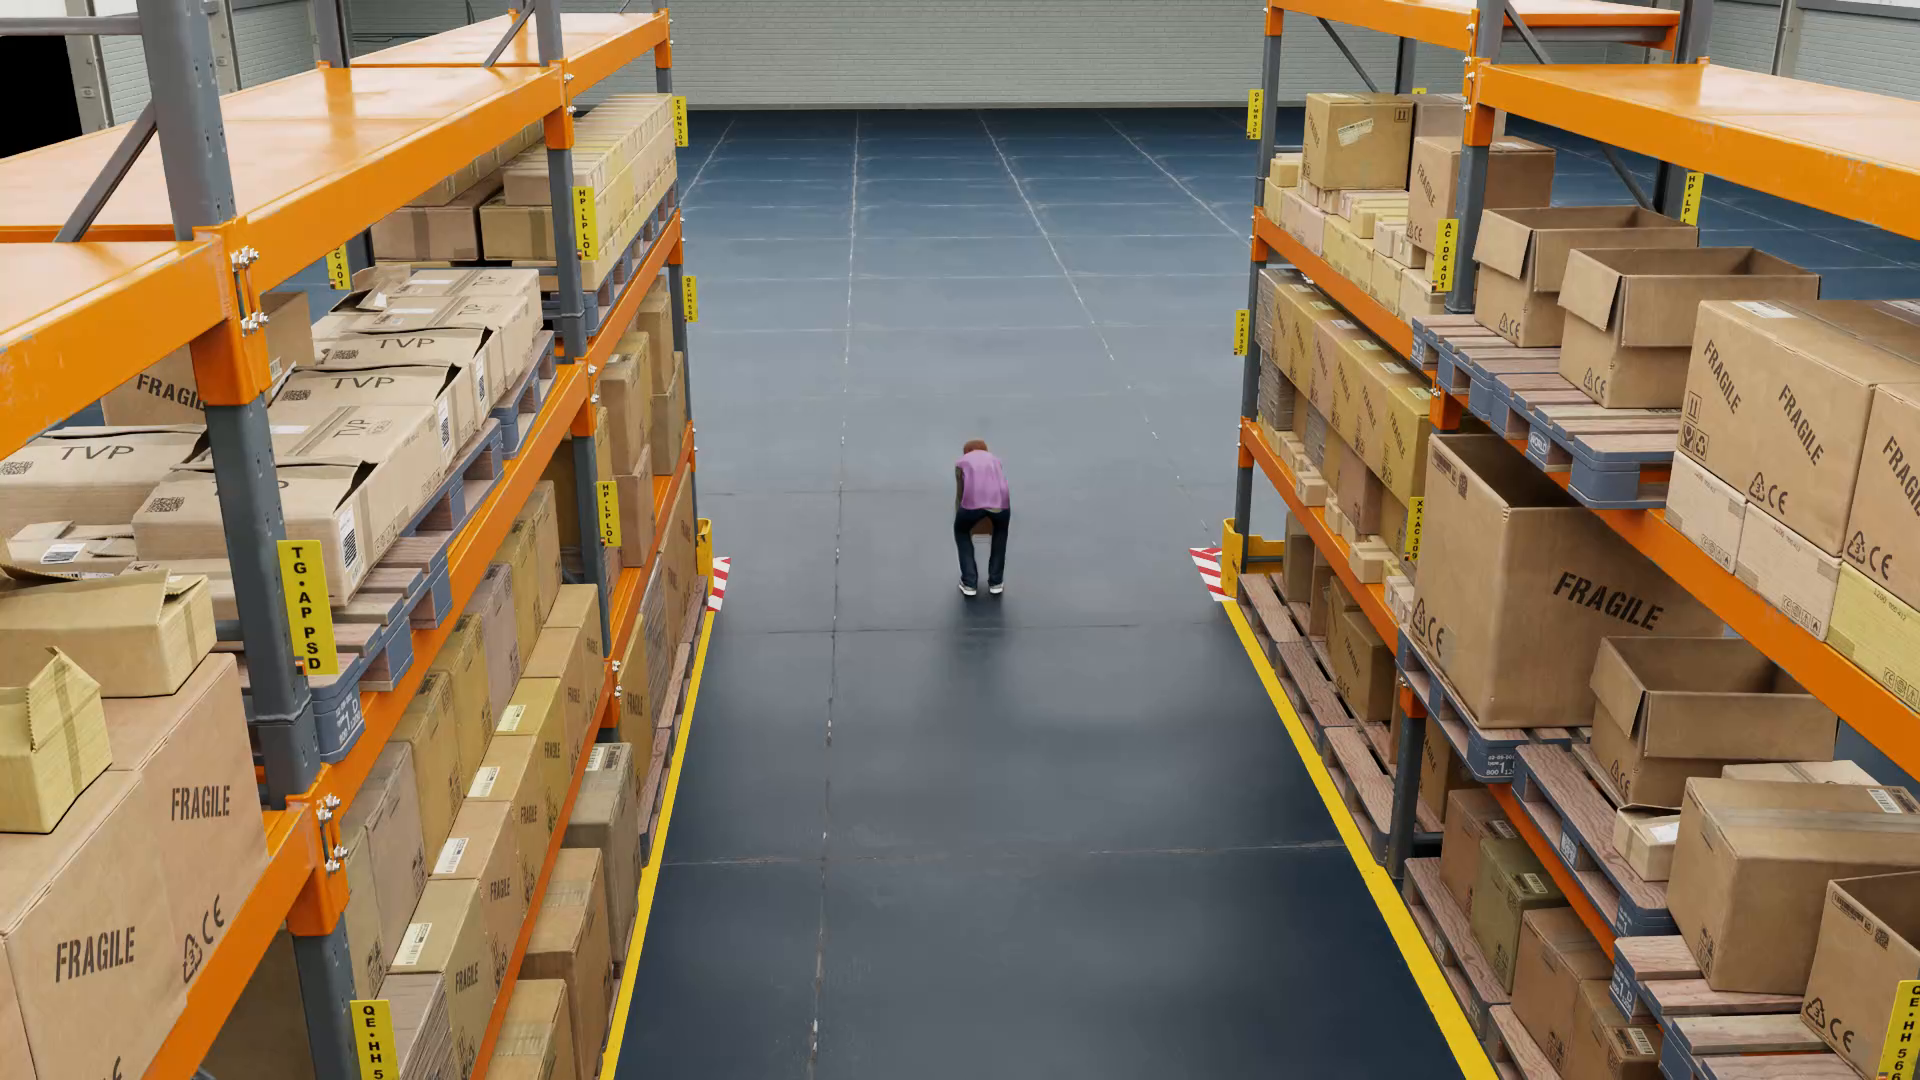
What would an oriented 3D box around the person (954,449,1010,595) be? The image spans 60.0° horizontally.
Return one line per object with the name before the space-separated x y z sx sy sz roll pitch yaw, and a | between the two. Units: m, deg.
person | 0.162 -0.110 12.226 0.369 1.005 0.635 -2 21 -6
